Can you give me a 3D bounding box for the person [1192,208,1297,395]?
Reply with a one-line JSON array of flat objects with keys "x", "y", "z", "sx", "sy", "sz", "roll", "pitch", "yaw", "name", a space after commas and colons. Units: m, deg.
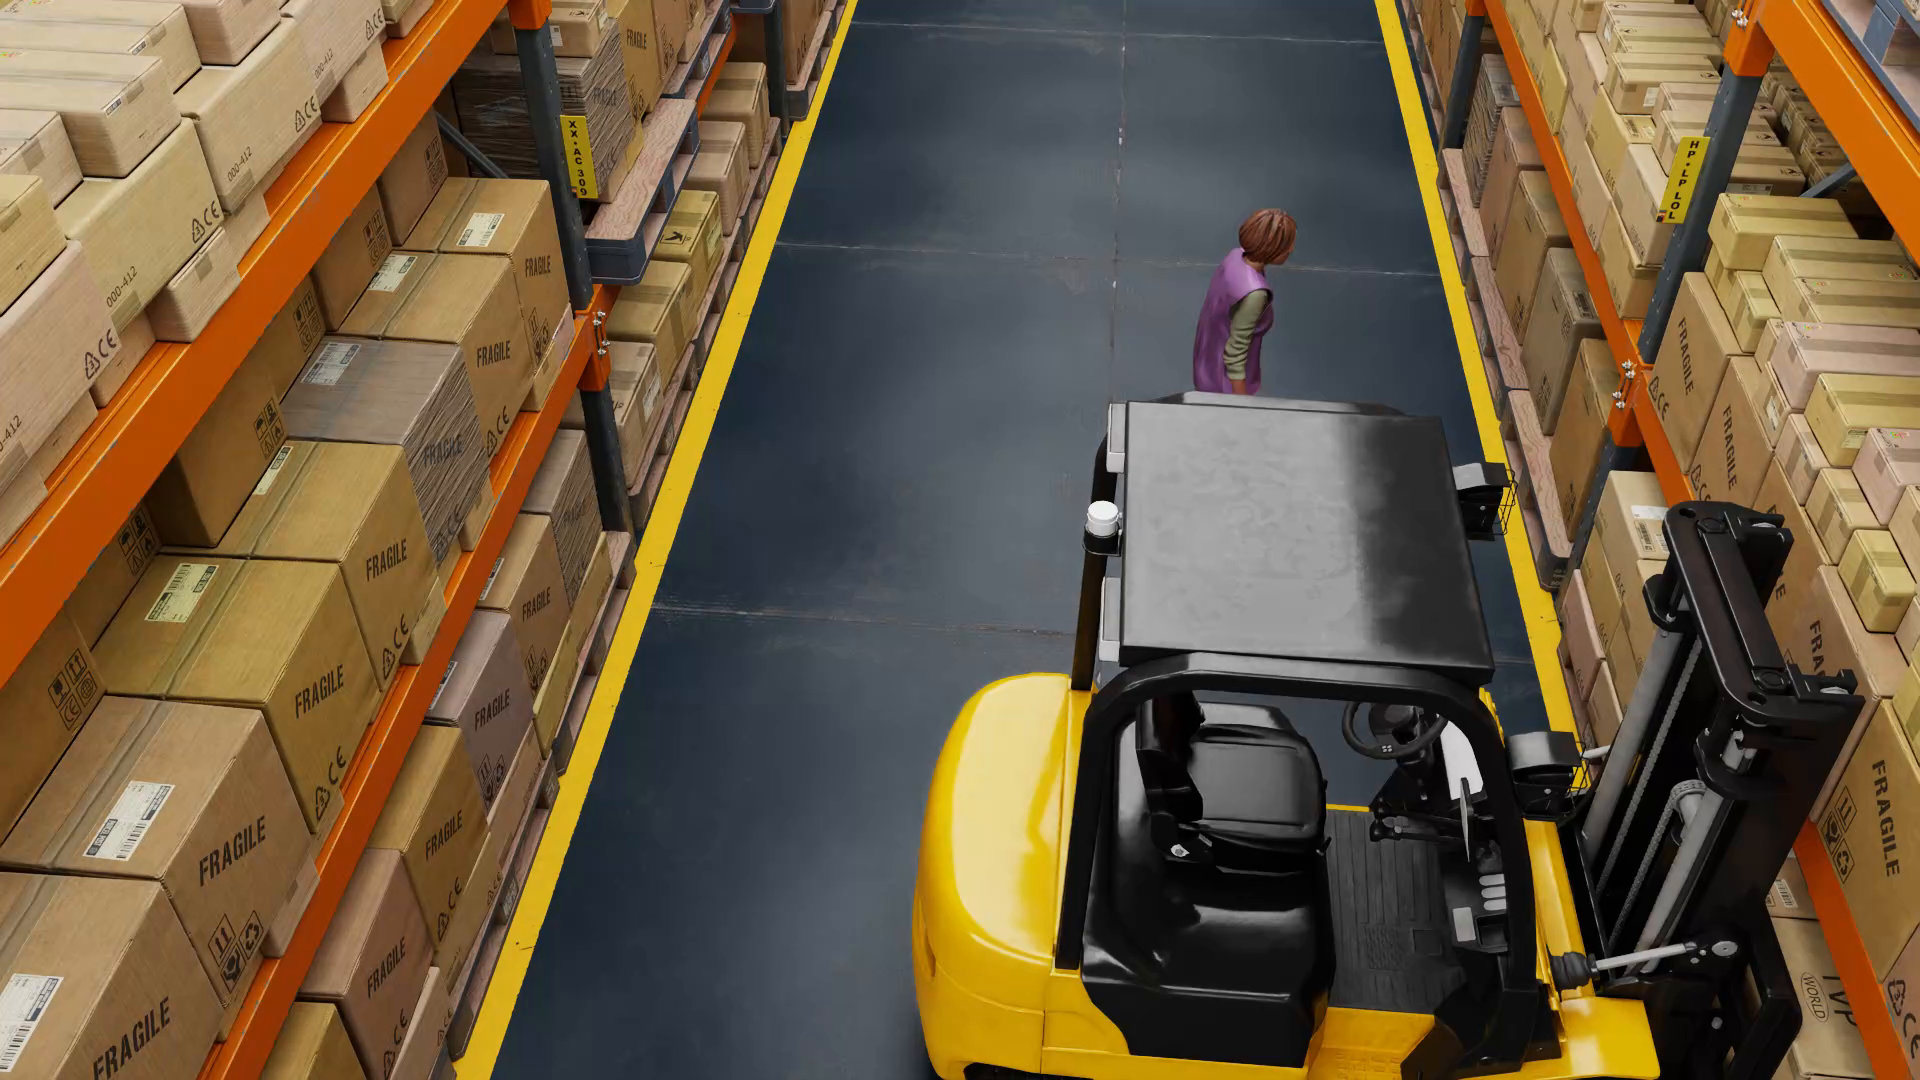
[{"x": 1.143, "y": -0.655, "z": 6.931, "sx": 0.350, "sy": 1.590, "sz": 0.472, "roll": 1, "pitch": 41, "yaw": 2, "name": "person"}]
